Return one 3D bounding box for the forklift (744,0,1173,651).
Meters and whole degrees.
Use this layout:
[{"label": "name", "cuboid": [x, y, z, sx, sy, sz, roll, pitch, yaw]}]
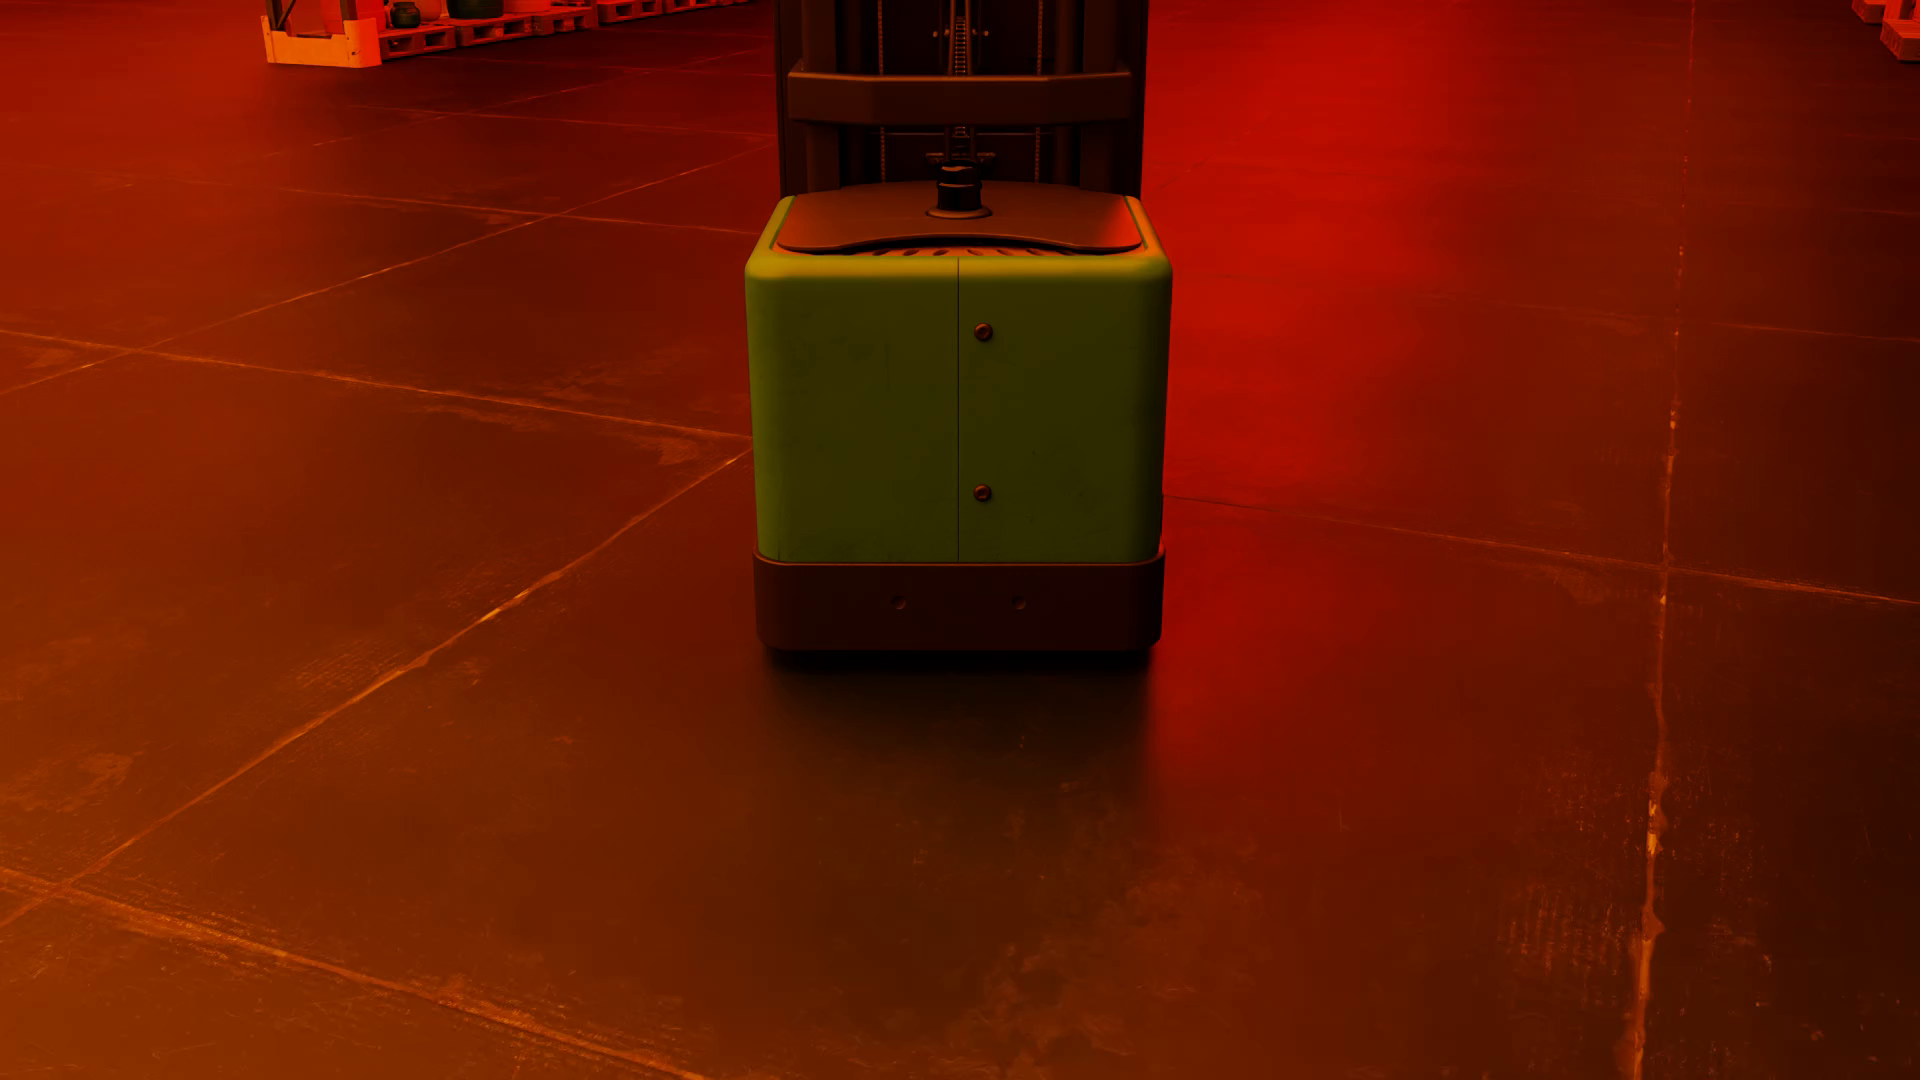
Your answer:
[{"label": "forklift", "cuboid": [0.002, -1.587, 5.089, 1.130, 2.935, 3.031, 0, 23, 0]}]
